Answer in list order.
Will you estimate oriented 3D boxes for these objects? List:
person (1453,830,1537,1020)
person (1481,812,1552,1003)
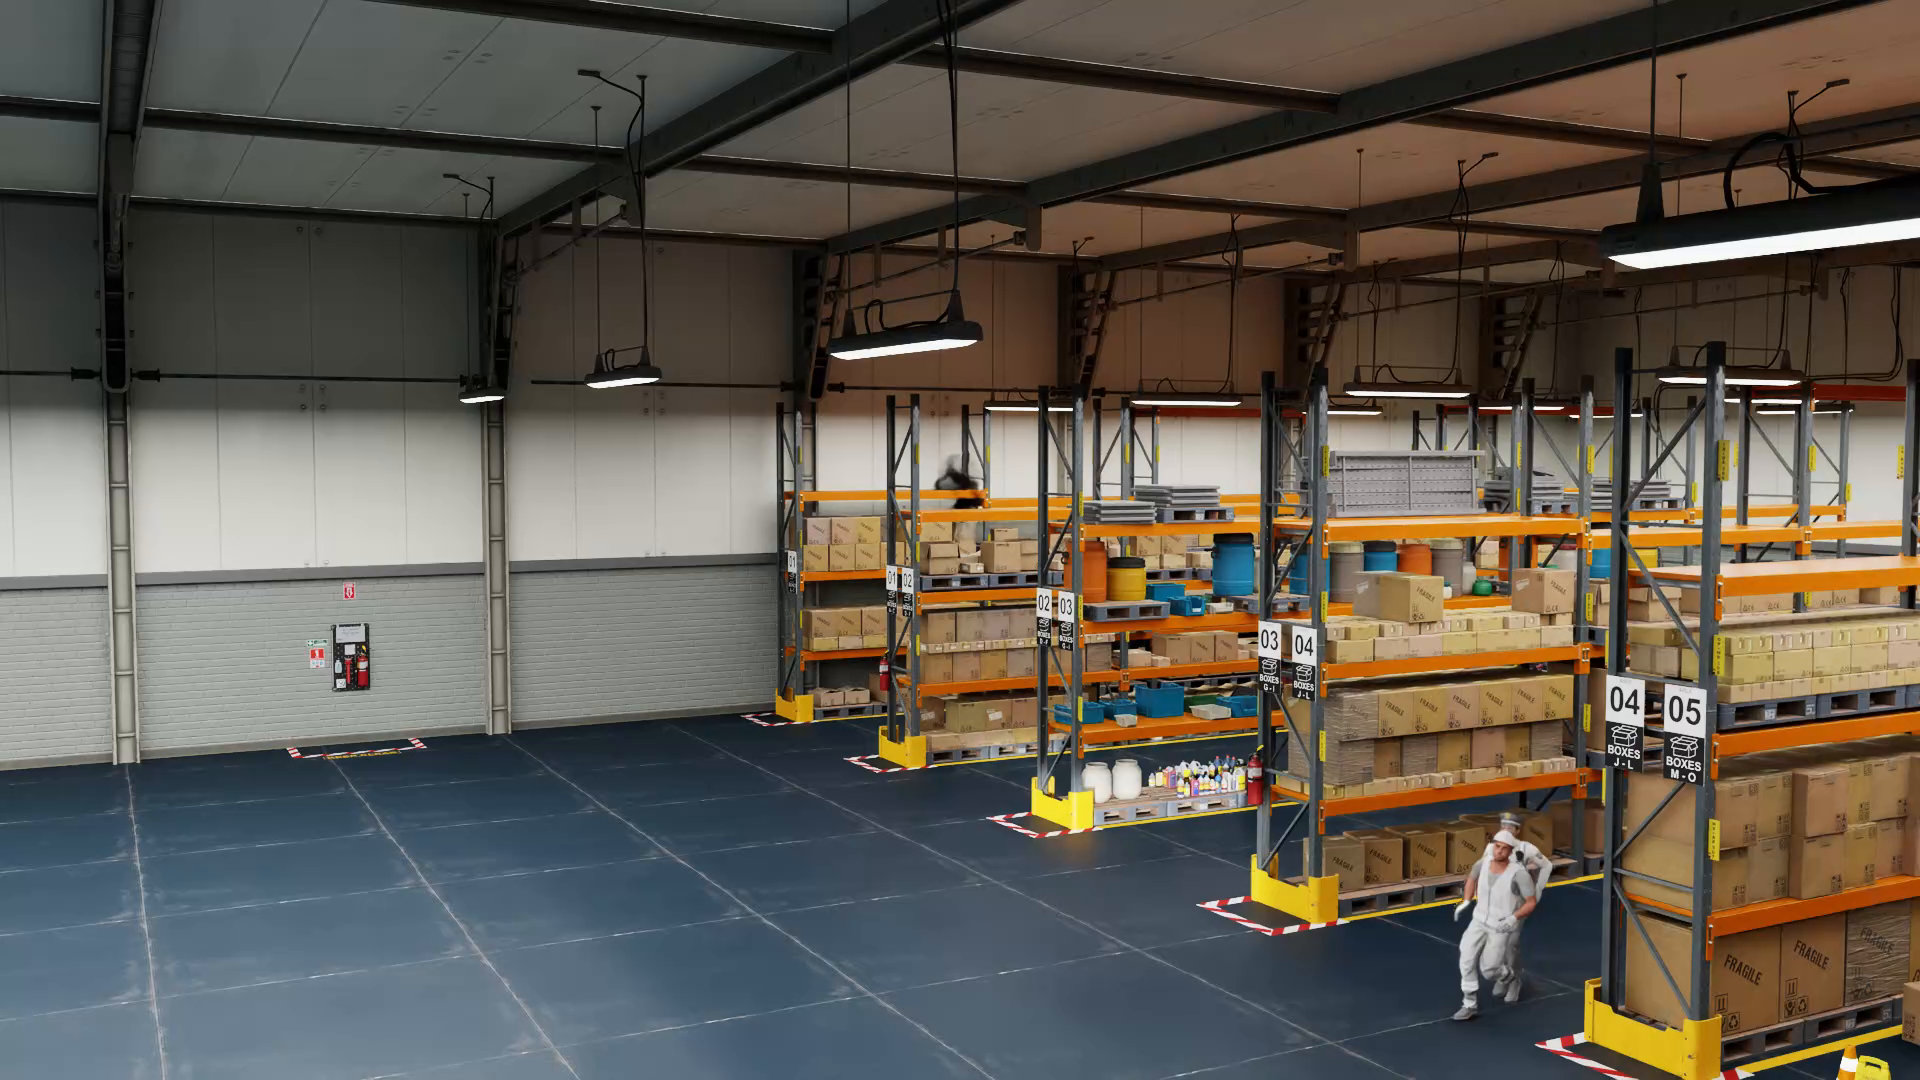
[{"bbox_3d":[4.846,3.461,14.989,0.722,1.740,0.701,-3,4,-41],"label":"person"},{"bbox_3d":[5.193,3.432,15.684,0.617,1.767,0.699,3,4,43],"label":"person"}]
